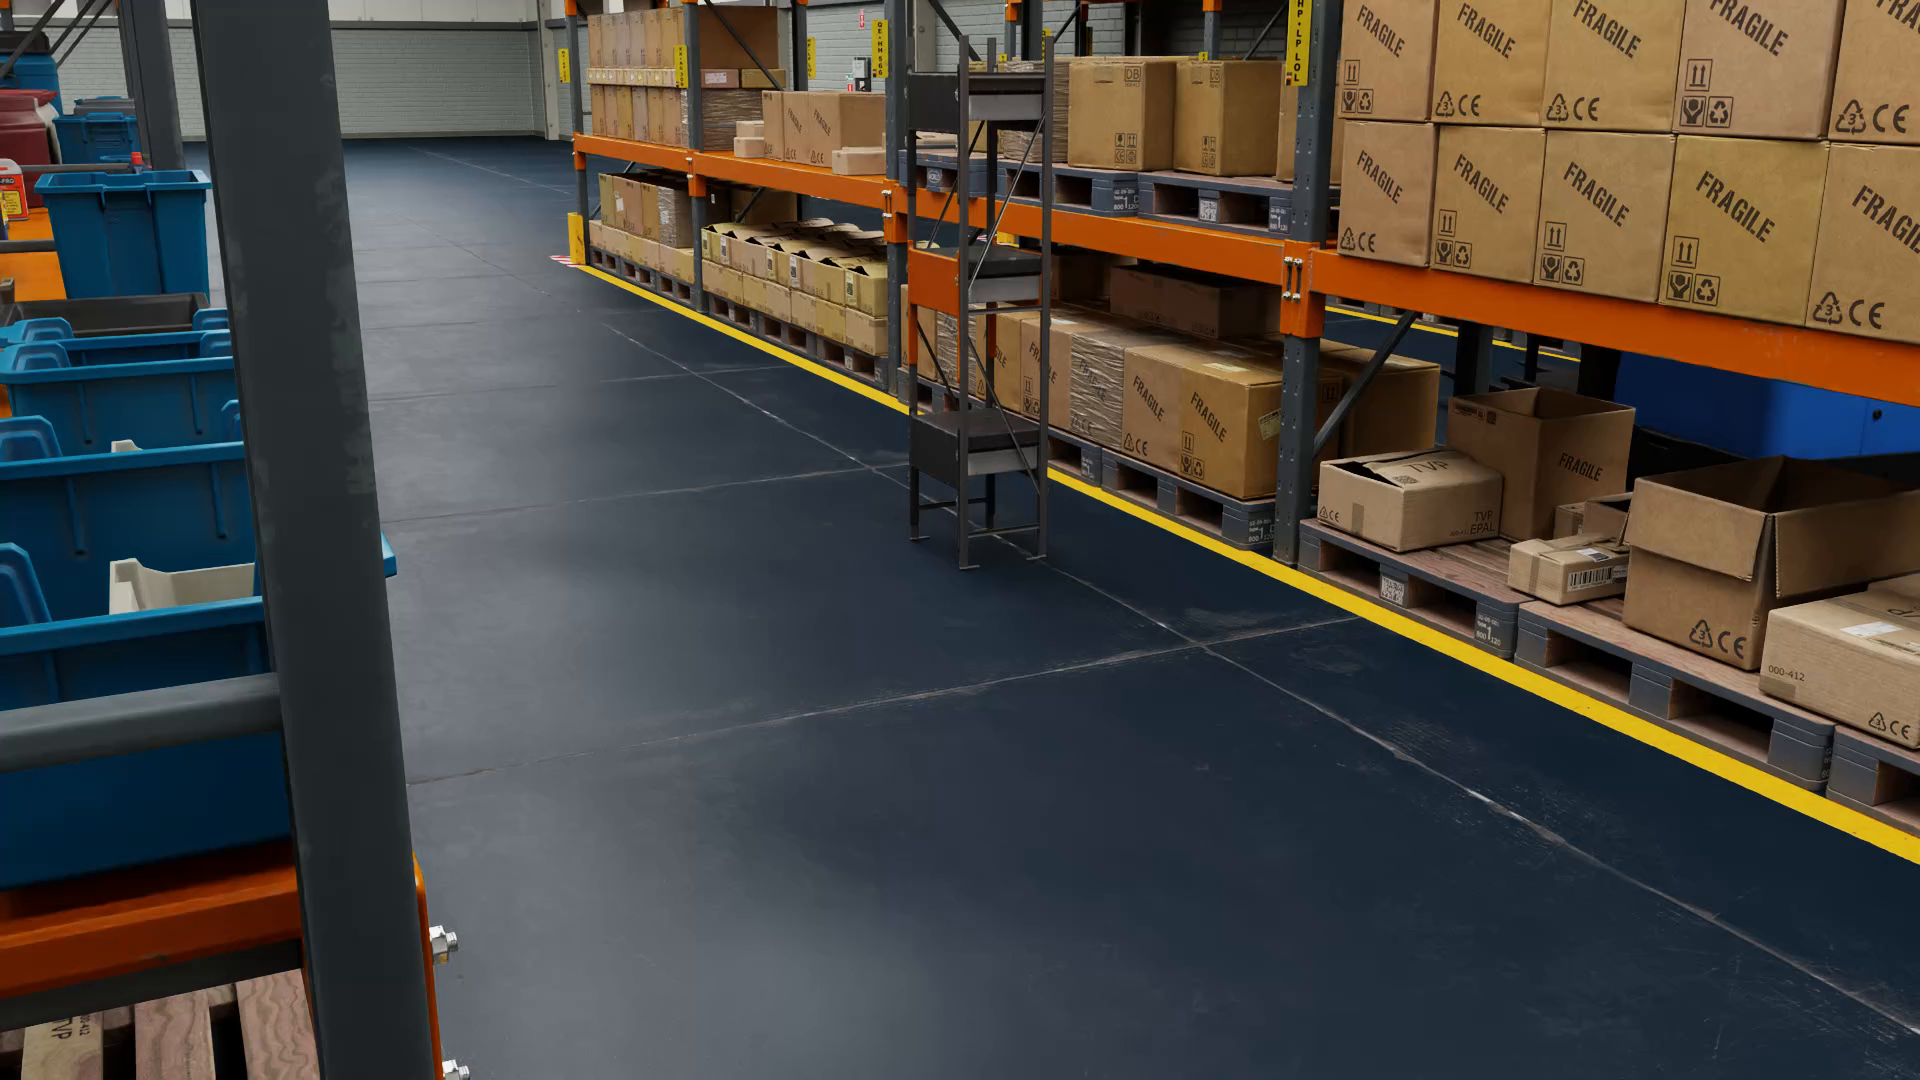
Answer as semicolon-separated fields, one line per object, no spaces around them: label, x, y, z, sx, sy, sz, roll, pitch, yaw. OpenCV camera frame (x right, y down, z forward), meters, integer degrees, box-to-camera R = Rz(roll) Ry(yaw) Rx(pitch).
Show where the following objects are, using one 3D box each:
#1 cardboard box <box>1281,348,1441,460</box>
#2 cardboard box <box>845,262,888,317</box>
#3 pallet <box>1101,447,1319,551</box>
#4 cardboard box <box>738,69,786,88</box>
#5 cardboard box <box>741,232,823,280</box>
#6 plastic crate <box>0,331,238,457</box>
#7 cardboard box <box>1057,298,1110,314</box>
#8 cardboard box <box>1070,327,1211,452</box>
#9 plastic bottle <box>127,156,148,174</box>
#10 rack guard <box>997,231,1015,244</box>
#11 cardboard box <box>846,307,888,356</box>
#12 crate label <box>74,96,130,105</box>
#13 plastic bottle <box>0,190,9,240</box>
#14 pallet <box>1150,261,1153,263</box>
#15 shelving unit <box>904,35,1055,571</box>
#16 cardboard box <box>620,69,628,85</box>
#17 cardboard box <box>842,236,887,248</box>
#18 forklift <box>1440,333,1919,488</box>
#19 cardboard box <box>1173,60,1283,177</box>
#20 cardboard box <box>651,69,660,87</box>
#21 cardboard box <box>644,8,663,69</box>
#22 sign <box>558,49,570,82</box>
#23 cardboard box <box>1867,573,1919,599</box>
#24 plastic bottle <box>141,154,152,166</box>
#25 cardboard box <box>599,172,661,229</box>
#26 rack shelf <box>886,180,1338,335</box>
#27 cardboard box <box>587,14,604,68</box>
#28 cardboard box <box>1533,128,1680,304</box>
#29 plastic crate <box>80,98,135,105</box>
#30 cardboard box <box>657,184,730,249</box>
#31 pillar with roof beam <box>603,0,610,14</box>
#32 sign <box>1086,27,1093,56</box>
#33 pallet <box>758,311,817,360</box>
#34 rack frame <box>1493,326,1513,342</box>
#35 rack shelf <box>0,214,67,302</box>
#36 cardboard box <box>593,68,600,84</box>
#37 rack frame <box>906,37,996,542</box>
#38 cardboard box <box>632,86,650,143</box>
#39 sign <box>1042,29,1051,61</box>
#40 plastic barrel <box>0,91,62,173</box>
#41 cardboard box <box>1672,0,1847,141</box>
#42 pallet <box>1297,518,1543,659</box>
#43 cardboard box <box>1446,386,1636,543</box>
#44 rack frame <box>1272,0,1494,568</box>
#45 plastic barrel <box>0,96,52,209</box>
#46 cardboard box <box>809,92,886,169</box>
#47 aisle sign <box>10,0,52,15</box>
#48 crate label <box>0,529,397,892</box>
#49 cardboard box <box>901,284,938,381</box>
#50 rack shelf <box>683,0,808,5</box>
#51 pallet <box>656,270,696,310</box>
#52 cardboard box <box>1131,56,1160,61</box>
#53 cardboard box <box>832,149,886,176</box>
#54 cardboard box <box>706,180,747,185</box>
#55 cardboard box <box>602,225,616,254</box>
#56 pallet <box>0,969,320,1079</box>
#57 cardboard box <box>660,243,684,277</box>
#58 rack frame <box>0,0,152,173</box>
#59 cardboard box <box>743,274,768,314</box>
cardboard box;1.788;-0.562;7.506;0.500;0.500;0.500;-9;18;-27
cardboard box;-0.422;-1.645;10.750;0.500;0.311;0.500;-7;17;-23
pallet;1.391;-0.260;7.773;1.003;0.211;1.213;-8;18;-25
cardboard box;-1.667;-3.836;13.824;0.380;0.149;0.250;-8;18;-25
cardboard box;-1.324;-2.151;12.514;0.500;0.311;0.500;-8;18;-27
plastic crate;-1.310;-0.189;2.667;0.416;0.233;0.300;-8;18;-25
cardboard box;0.876;-1.073;9.285;0.500;0.500;0.500;-8;18;-27
cardboard box;0.879;-0.749;8.155;0.500;0.500;0.500;-7;18;-24
plastic bottle;-3.193;-1.318;6.494;0.144;0.351;0.185;-8;18;-25
rack guard;1.009;-3.758;19.438;1.175;0.500;0.348;-8;18;-25
cardboard box;-0.421;-1.376;10.831;0.500;0.250;0.500;-7;18;-24
crate label;-6.881;-3.374;13.506;0.502;0.435;0.616;-8;18;-25
plastic bottle;-3.775;-1.295;6.414;0.144;0.351;0.185;-8;18;-25
pallet;1.863;-3.111;17.709;1.003;0.211;1.213;-8;18;-25
shelving unit;0.072;-0.968;6.818;0.431;2.100;0.503;-8;18;-25
cardboard box;-2.932;-4.296;15.425;0.380;0.149;0.250;-8;18;-26
cardboard box;-0.622;-2.093;12.314;0.500;0.311;0.500;-8;18;-26
forklift;3.602;-1.882;8.497;1.130;2.935;3.031;-5;17;-15
cardboard box;1.416;-1.960;7.701;0.700;0.500;0.500;-5;17;-16
cardboard box;-2.480;-4.040;14.535;0.380;0.149;0.250;-8;18;-25
cardboard box;-2.365;-4.417;14.671;0.700;0.500;0.500;-8;18;-25
sign;-3.978;-4.767;16.711;0.100;0.325;0.005;-8;18;-25
cardboard box;3.112;0.282;5.017;0.500;0.250;0.500;-8;18;-25
plastic bottle;-3.865;-1.692;7.921;0.061;0.283;0.133;-8;18;-25
cardboard box;-3.220;-3.335;16.300;0.500;0.500;0.500;-8;18;-25
rack shelf;0.905;-1.553;8.529;1.077;0.370;4.000;-8;18;-25
cardboard box;-3.260;-4.920;16.423;0.700;0.500;0.500;-8;18;-25
cardboard box;2.204;-1.041;5.258;0.500;0.500;0.500;-8;18;-25
plastic crate;-5.691;-2.737;11.233;0.402;0.464;0.583;-8;18;-25
cardboard box;-2.332;-2.841;14.577;0.500;0.500;0.500;-8;18;-25
pillar with roof beam;-12.324;-13.223;37.016;9.100;9.000;0.400;-8;18;-25
sign;1.483;-5.748;19.172;0.100;0.325;0.005;-8;18;-25
pallet;-0.827;-1.565;12.323;1.003;0.211;1.213;-8;18;-25
rack frame;4.480;-2.994;12.247;1.000;3.000;0.127;-8;18;-25
rack shelf;-3.549;-0.955;6.446;1.077;0.370;4.000;-8;18;-25
cardboard box;-3.380;-4.550;16.310;0.380;0.149;0.250;-8;18;-26
rack frame;-0.034;-1.029;7.029;0.400;2.100;0.015;-8;18;-25
cardboard box;-2.602;-3.926;15.311;0.700;0.500;0.500;-7;17;-23
sign;0.512;-2.981;10.245;0.100;0.325;0.005;-8;18;-25
plastic barrel;-5.635;-2.409;9.959;0.433;0.535;0.433;0;16;0
cardboard box;2.413;-1.397;4.688;0.500;0.500;0.500;-7;17;-23
pallet;2.081;0.108;6.492;1.003;0.211;1.213;-8;18;-25
cardboard box;2.286;-0.306;6.613;0.500;0.500;0.500;-8;18;-25
rack frame;1.781;-1.403;6.701;1.000;3.000;0.127;-8;18;-25
plastic barrel;-4.901;-1.941;8.330;0.600;0.536;0.708;-8;18;-25
cardboard box;-0.721;-2.857;11.587;0.500;0.500;0.500;-9;18;-28
aisle sign;-8.225;-5.013;14.568;0.394;0.787;0.004;-8;18;-25
crate label;-0.733;0.137;1.529;0.416;0.233;0.303;-8;18;-25
cardboard box;-0.029;-1.257;9.928;0.500;0.500;0.500;-7;17;-23
rack shelf;-0.847;-3.987;11.571;1.077;0.370;4.000;-8;18;-25
pallet;-2.034;-2.249;14.703;1.003;0.211;1.213;-8;18;-25
cardboard box;2.019;-4.487;16.325;0.500;0.500;0.500;-8;18;-25
cardboard box;-0.614;-2.464;10.853;0.380;0.149;0.250;-8;18;-25
cardboard box;-2.084;-3.028;15.228;0.500;0.500;0.500;-8;18;-25
cardboard box;-3.219;-2.975;16.404;0.500;0.250;0.500;-8;18;-25
pallet;-1.778;1.016;3.329;1.003;0.211;1.213;-8;18;-25
cardboard box;-2.333;-2.480;14.680;0.500;0.250;0.500;-8;18;-25
rack frame;-4.426;-1.797;8.075;1.000;3.000;0.127;-8;18;-25
cardboard box;-1.318;-1.882;12.594;0.500;0.250;0.500;-8;18;-27
